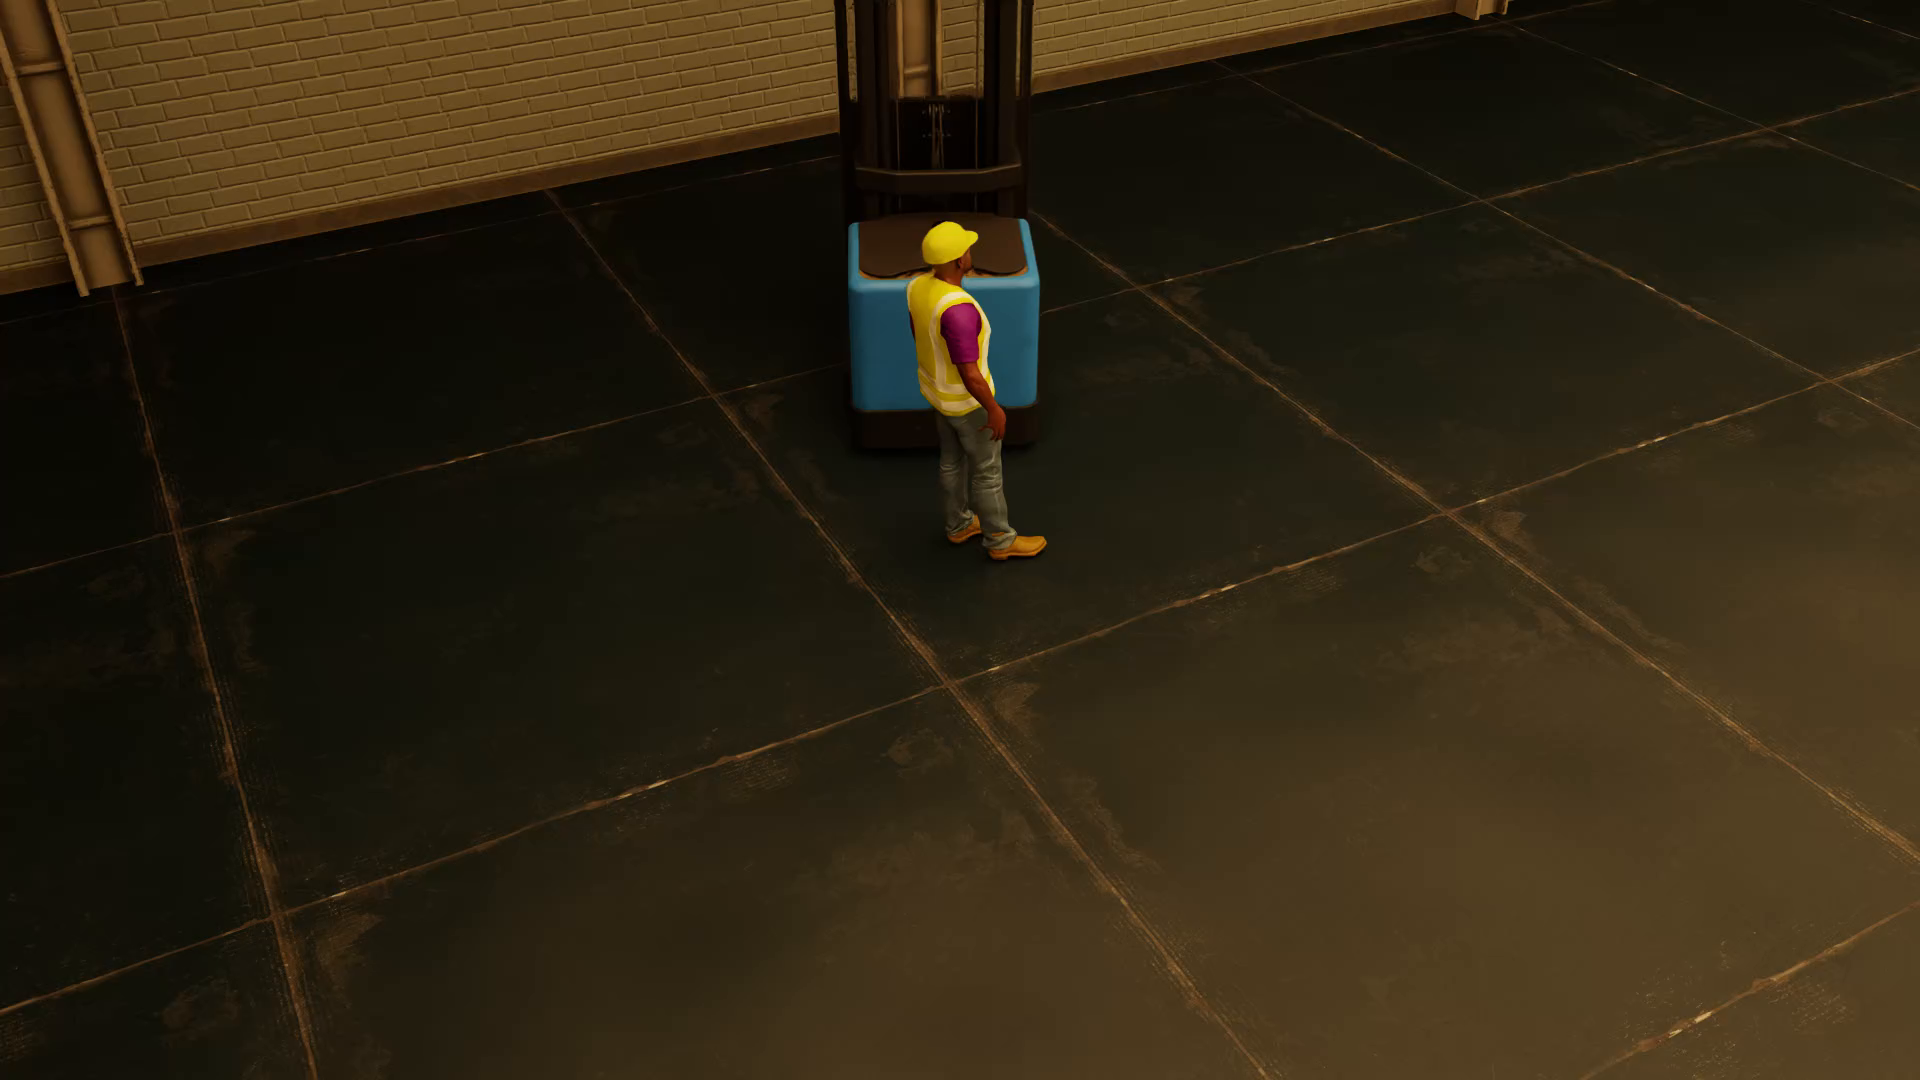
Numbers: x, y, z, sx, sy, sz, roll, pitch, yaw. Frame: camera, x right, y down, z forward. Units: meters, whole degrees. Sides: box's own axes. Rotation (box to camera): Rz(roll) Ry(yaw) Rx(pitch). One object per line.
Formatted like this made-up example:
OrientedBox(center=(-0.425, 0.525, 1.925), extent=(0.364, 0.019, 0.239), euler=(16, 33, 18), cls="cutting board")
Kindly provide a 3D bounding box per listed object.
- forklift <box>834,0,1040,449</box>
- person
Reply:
OrientedBox(center=(-0.158, -2.531, 9.703), extent=(1.130, 2.935, 3.031), euler=(-2, 35, -2), cls="forklift")
OrientedBox(center=(0.064, -0.743, 8.170), extent=(0.576, 1.766, 0.665), euler=(-17, 39, -23), cls="person")
